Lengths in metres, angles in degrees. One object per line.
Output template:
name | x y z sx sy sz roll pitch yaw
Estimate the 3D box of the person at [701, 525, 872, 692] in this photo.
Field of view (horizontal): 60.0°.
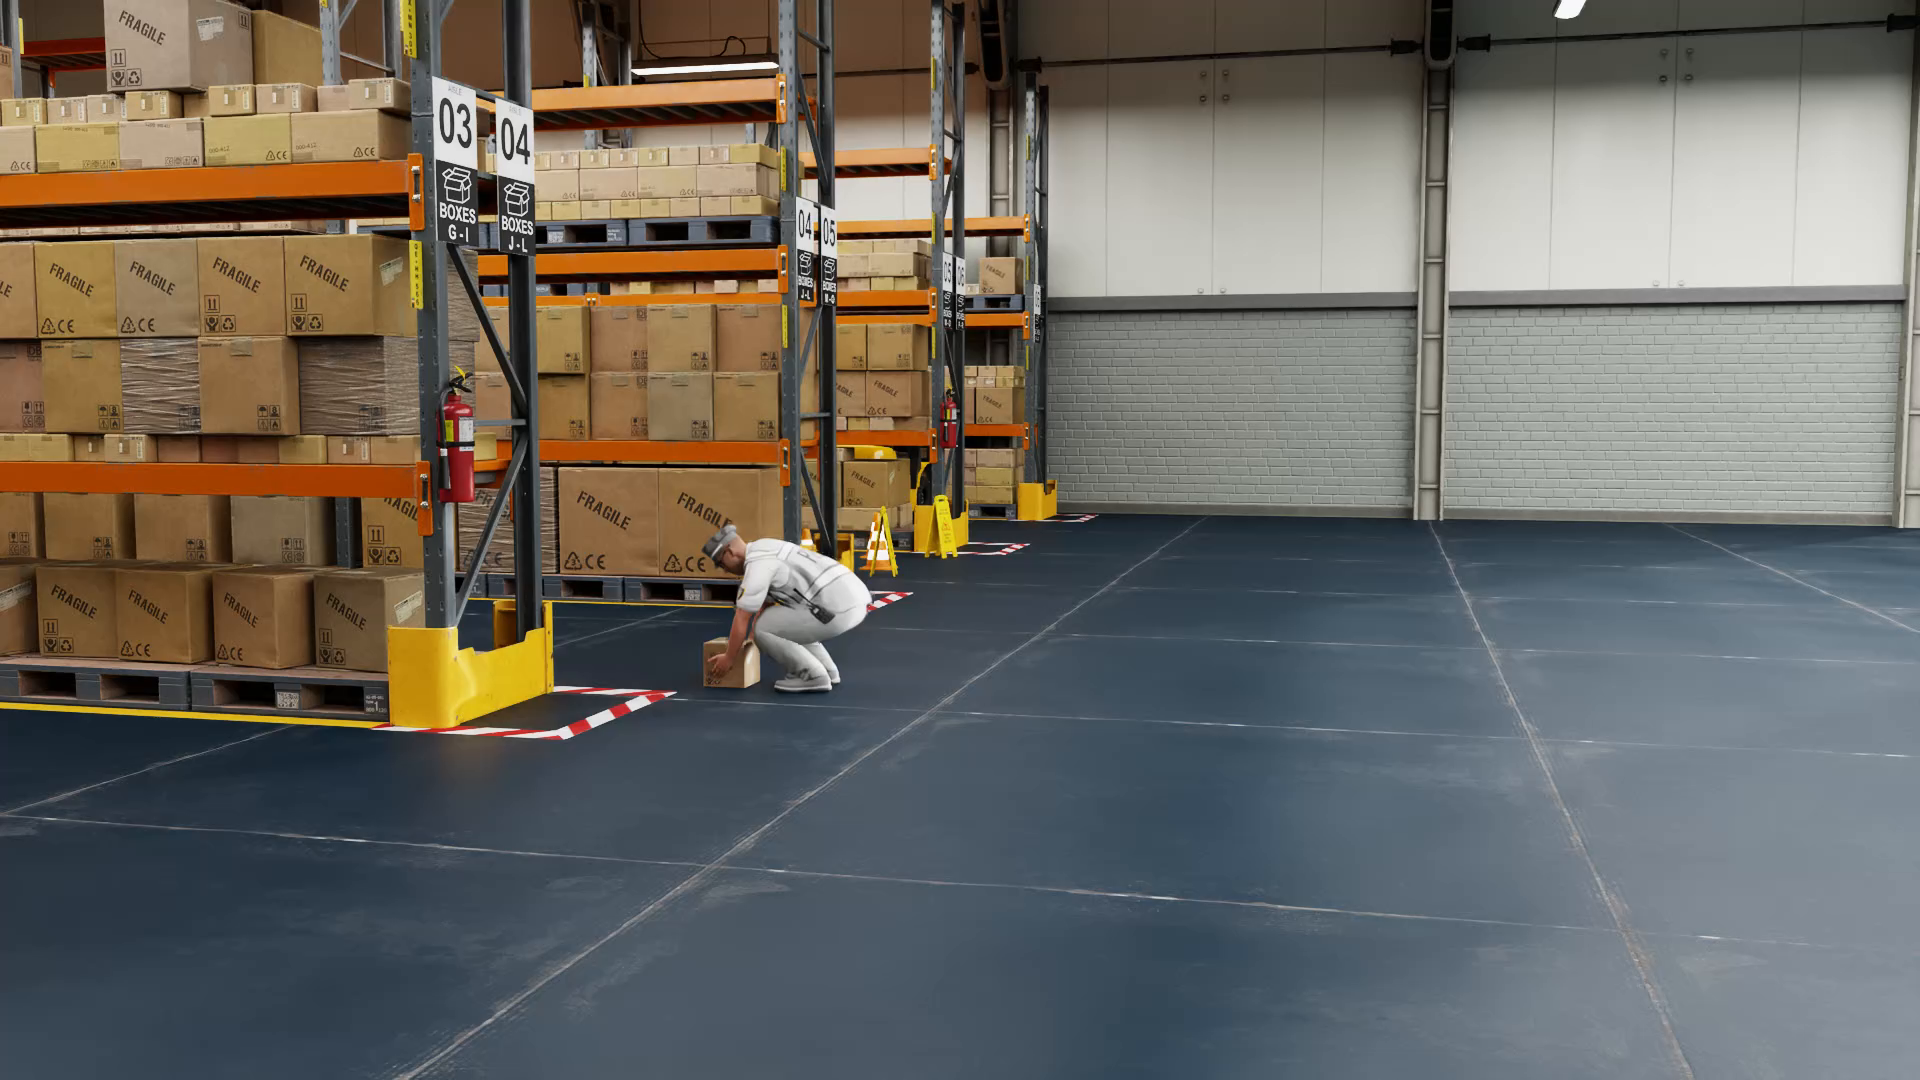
person | -0.993 0.379 9.427 0.954 0.931 0.552 1 5 14
